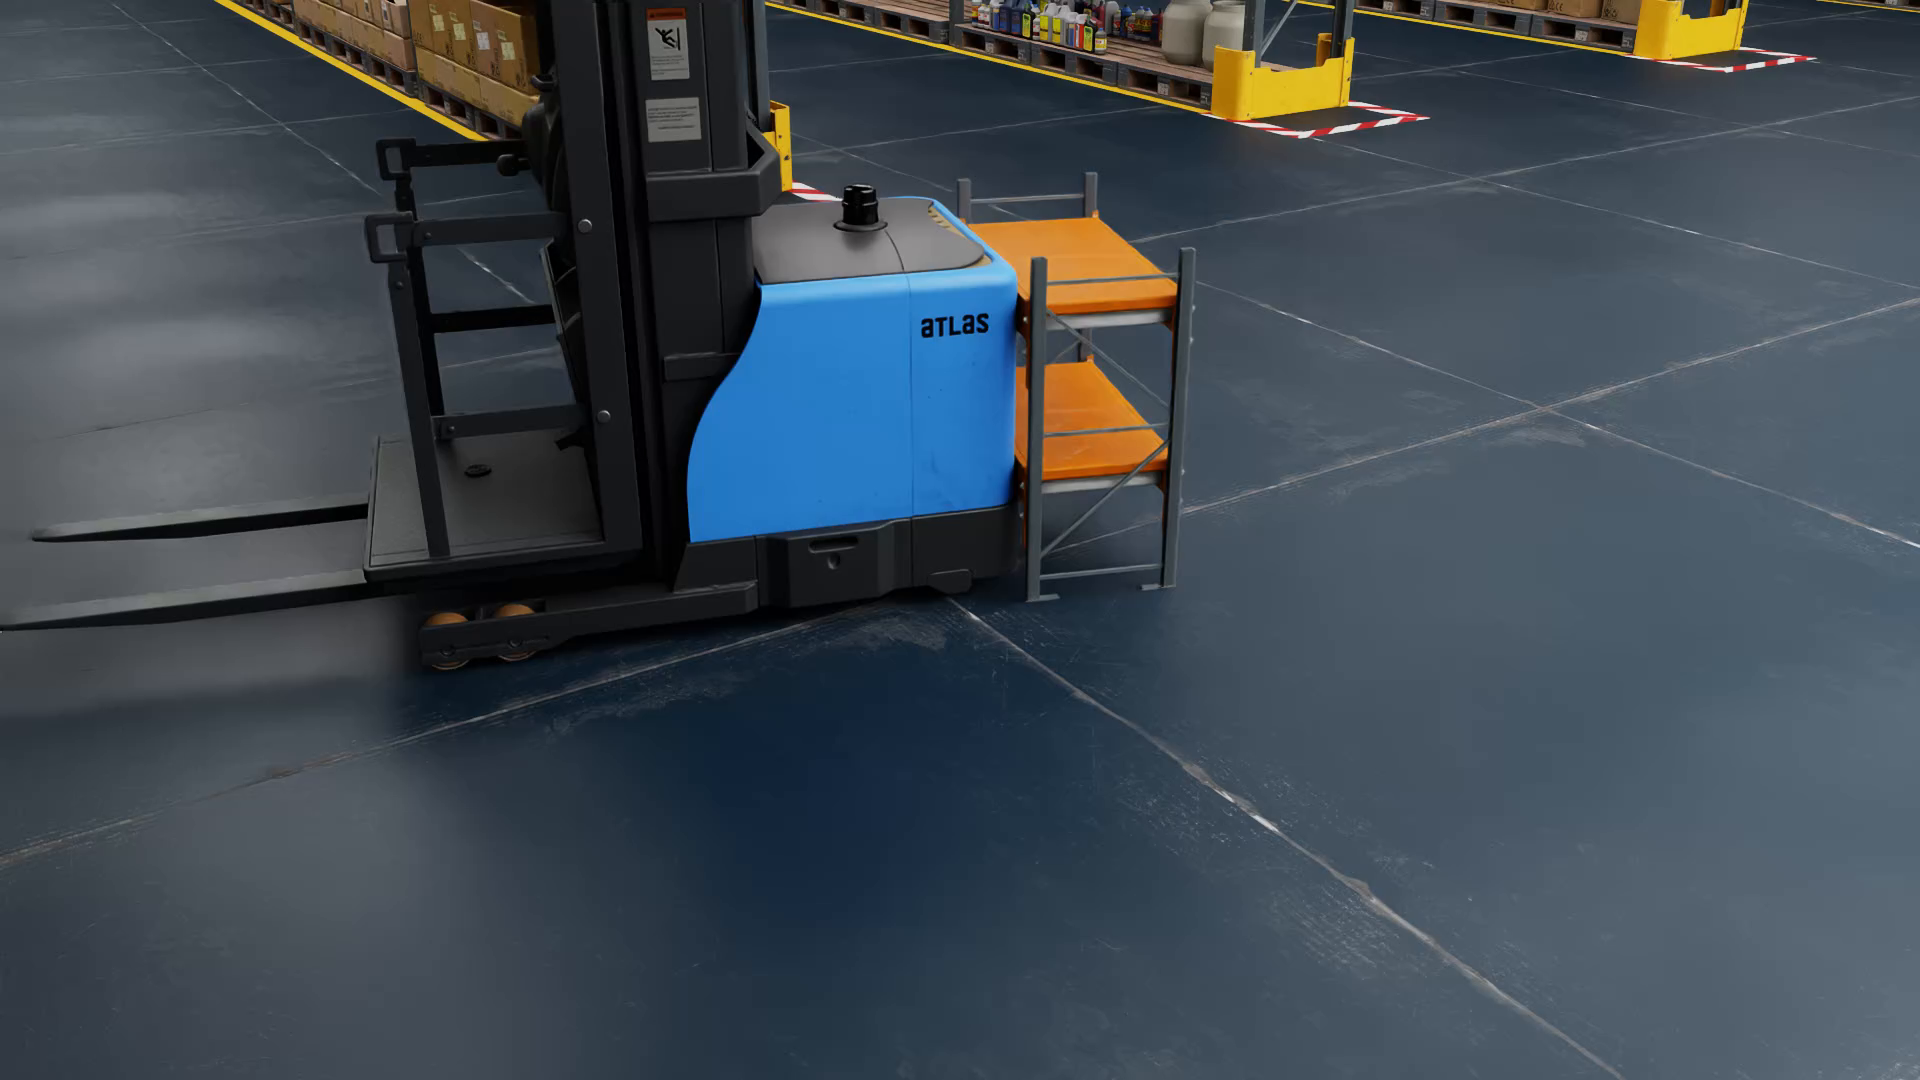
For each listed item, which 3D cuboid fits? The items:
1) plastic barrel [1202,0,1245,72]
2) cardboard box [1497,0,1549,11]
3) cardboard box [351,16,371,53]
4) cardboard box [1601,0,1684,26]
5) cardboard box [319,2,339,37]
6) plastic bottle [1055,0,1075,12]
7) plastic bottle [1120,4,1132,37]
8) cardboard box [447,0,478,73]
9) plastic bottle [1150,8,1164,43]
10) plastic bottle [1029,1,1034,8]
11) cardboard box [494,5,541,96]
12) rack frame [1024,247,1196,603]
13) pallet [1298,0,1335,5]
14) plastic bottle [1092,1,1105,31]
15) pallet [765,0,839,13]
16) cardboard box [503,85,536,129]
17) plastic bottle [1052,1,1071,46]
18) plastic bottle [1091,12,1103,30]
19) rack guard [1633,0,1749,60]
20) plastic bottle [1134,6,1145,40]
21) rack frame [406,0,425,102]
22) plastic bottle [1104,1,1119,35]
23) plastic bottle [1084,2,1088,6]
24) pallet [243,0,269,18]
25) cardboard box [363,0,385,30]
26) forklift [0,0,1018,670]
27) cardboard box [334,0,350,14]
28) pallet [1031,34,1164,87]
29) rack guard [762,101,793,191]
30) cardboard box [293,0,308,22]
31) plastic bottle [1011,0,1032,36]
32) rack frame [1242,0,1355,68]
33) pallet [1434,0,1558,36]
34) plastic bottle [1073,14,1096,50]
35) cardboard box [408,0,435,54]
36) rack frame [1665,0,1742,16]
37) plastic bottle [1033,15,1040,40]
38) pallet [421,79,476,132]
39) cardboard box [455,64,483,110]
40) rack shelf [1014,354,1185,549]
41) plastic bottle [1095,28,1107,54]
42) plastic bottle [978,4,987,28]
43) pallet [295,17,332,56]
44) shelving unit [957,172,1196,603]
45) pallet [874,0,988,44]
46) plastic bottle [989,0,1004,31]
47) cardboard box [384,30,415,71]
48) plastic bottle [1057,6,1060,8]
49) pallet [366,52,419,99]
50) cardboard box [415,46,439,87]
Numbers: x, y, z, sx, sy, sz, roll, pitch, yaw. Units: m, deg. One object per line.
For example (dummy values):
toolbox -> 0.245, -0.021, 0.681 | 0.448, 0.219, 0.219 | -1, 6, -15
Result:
plastic barrel -> 2.109, -3.918, 12.958 | 0.421, 0.512, 0.421 | 0, 25, 0
cardboard box -> 5.675, -5.511, 16.346 | 0.500, 0.500, 0.500 | -13, 28, -25
cardboard box -> -4.827, -4.305, 14.084 | 0.500, 0.250, 0.500 | -15, 29, -28
cardboard box -> 6.356, -5.077, 15.426 | 0.500, 0.500, 0.500 | -10, 27, -20
cardboard box -> -5.383, -4.671, 14.859 | 0.500, 0.250, 0.500 | -16, 30, -31
plastic bottle -> 0.936, -4.758, 14.991 | 0.152, 0.276, 0.135 | -16, 29, -30
plastic bottle -> 1.452, -4.553, 14.561 | 0.097, 0.271, 0.097 | 0, 25, 0
cardboard box -> -3.266, -3.602, 11.718 | 0.500, 0.500, 0.500 | -16, 29, -30
plastic bottle -> 1.696, -4.413, 14.250 | 0.061, 0.283, 0.133 | -15, 29, -29
plastic bottle -> 0.622, -4.622, 14.709 | 0.097, 0.271, 0.097 | 0, 25, 0
cardboard box -> -2.720, -3.245, 10.961 | 0.500, 0.500, 0.500 | -16, 29, -30
rack frame -> 0.455, -0.337, 5.146 | 0.500, 1.125, 0.032 | -5, 26, -11
pallet -> 4.073, -6.238, 18.716 | 1.003, 0.211, 1.213 | -16, 29, -30
plastic bottle -> 1.220, -4.606, 14.659 | 0.061, 0.283, 0.133 | -16, 29, -30
pallet -> -1.444, -5.950, 18.107 | 1.003, 0.211, 1.213 | -16, 29, -30
cardboard box -> -2.717, -2.907, 11.122 | 0.500, 0.250, 0.500 | -16, 29, -30
plastic bottle -> 0.879, -4.396, 14.136 | 0.144, 0.351, 0.185 | -14, 29, -27
plastic bottle -> 1.137, -4.283, 13.975 | 0.061, 0.283, 0.133 | -16, 29, -30
rack guard -> 6.641, -4.687, 15.092 | 1.175, 0.500, 0.348 | -16, 29, -30
plastic bottle -> 1.562, -4.480, 14.408 | 0.097, 0.271, 0.097 | 0, 25, 0
rack frame -> -3.803, -4.913, 12.644 | 1.000, 3.000, 0.127 | -16, 29, -30
plastic bottle -> 1.309, -4.627, 14.713 | 0.152, 0.276, 0.135 | -15, 29, -29
plastic bottle -> 1.171, -4.757, 14.979 | 0.061, 0.283, 0.133 | -13, 28, -26
pallet -> -7.025, -5.795, 17.778 | 1.003, 0.211, 1.213 | -16, 29, -30
cardboard box -> -4.554, -4.376, 13.578 | 0.500, 0.311, 0.500 | -15, 29, -28
forklift -> -1.388, -1.191, 4.840 | 3.031, 2.935, 1.130 | -7, 26, -14
cardboard box -> -5.095, -4.736, 14.340 | 0.500, 0.311, 0.500 | -16, 30, -30
pallet -> 1.351, -4.119, 14.227 | 1.003, 0.211, 1.213 | -16, 29, -30
rack guard -> -1.606, -2.344, 10.129 | 1.175, 0.500, 0.348 | -16, 29, -30
cardboard box -> -5.947, -5.035, 15.630 | 0.500, 0.250, 0.500 | -16, 29, -30
plastic bottle -> 0.545, -4.614, 14.599 | 0.144, 0.351, 0.185 | -17, 30, -32
rack frame -> 2.533, -4.636, 12.056 | 1.000, 3.000, 0.127 | -16, 29, -30
pallet -> 5.565, -5.291, 16.710 | 1.003, 0.211, 1.213 | -16, 29, -30
plastic bottle -> 1.048, -4.254, 13.923 | 0.152, 0.276, 0.135 | -15, 29, -29
cardboard box -> -3.812, -3.960, 12.476 | 0.500, 0.500, 0.500 | -16, 29, -30
rack frame -> 6.682, -5.790, 14.501 | 1.000, 3.000, 0.127 | -16, 29, -30
plastic bottle -> 0.680, -4.440, 14.405 | 0.097, 0.201, 0.097 | 0, 25, 0
pallet -> -3.404, -3.358, 12.616 | 1.003, 0.211, 1.213 | -16, 29, -30
cardboard box -> -3.267, -3.263, 11.878 | 0.500, 0.250, 0.500 | -16, 29, -30
rack shelf -> 0.345, -0.328, 5.699 | 0.538, 0.278, 1.000 | -5, 26, -11
plastic bottle -> 1.163, -4.124, 13.735 | 0.097, 0.201, 0.097 | 0, 25, 0
plastic bottle -> 0.211, -4.747, 15.055 | 0.097, 0.201, 0.097 | 0, 25, 0
pallet -> -5.570, -4.780, 15.627 | 1.003, 0.211, 1.213 | -16, 29, -30
shelving unit -> 0.345, -0.549, 5.595 | 0.538, 1.125, 1.048 | -5, 26, -11
pallet -> -0.112, -5.077, 16.258 | 1.003, 0.211, 1.213 | -16, 29, -30
plastic bottle -> 0.355, -4.708, 14.885 | 0.152, 0.276, 0.135 | -14, 29, -28
cardboard box -> -4.272, -3.941, 13.313 | 0.500, 0.250, 0.500 | -16, 30, -30
plastic bottle -> 0.888, -4.472, 14.385 | 0.152, 0.276, 0.135 | -16, 29, -30
pallet -> -4.238, -3.907, 13.778 | 1.003, 0.211, 1.213 | -16, 29, -30
cardboard box -> -3.804, -3.623, 12.641 | 0.500, 0.250, 0.500 | -16, 29, -30
